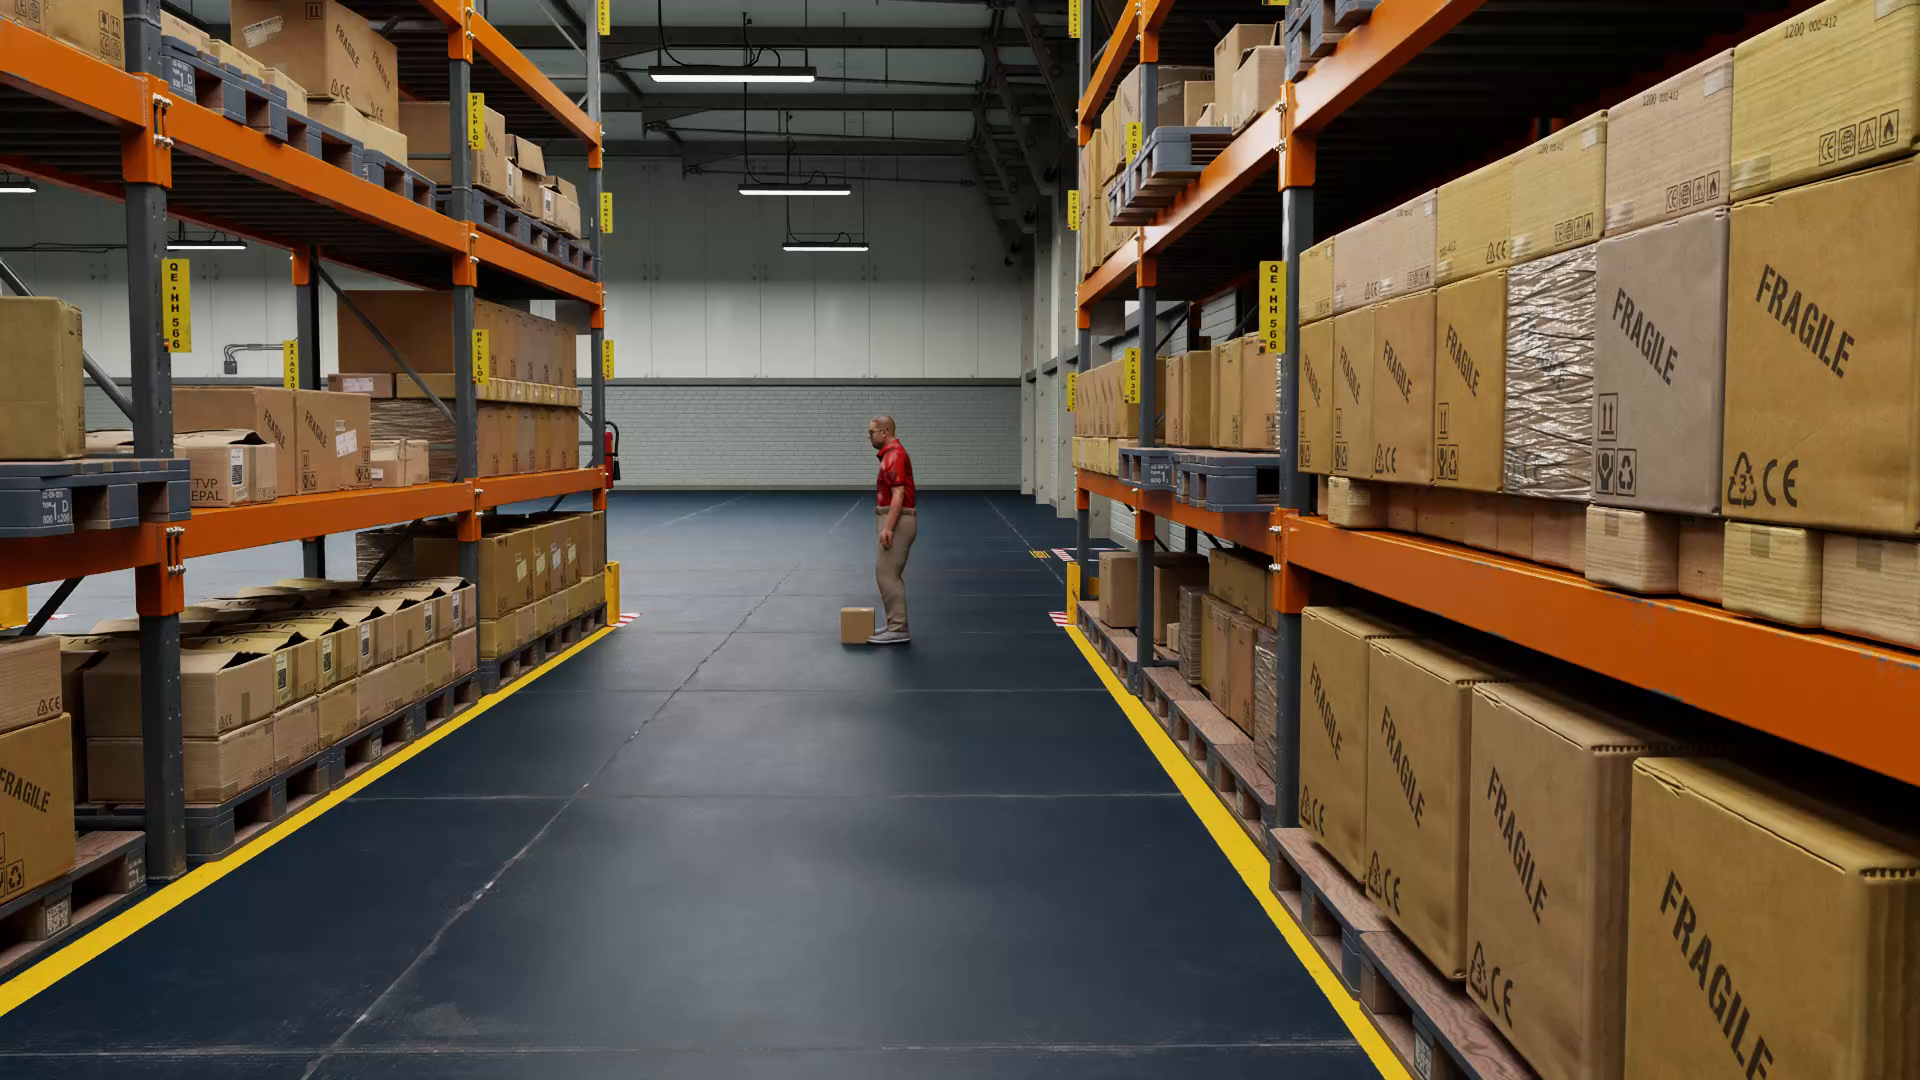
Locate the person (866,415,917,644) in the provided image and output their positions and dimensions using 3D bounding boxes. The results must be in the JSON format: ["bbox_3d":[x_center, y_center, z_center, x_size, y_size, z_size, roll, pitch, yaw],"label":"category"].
[{"bbox_3d":[-0.525,-0.086,12.671,0.396,1.726,0.585,0,4,-2],"label":"person"}]
